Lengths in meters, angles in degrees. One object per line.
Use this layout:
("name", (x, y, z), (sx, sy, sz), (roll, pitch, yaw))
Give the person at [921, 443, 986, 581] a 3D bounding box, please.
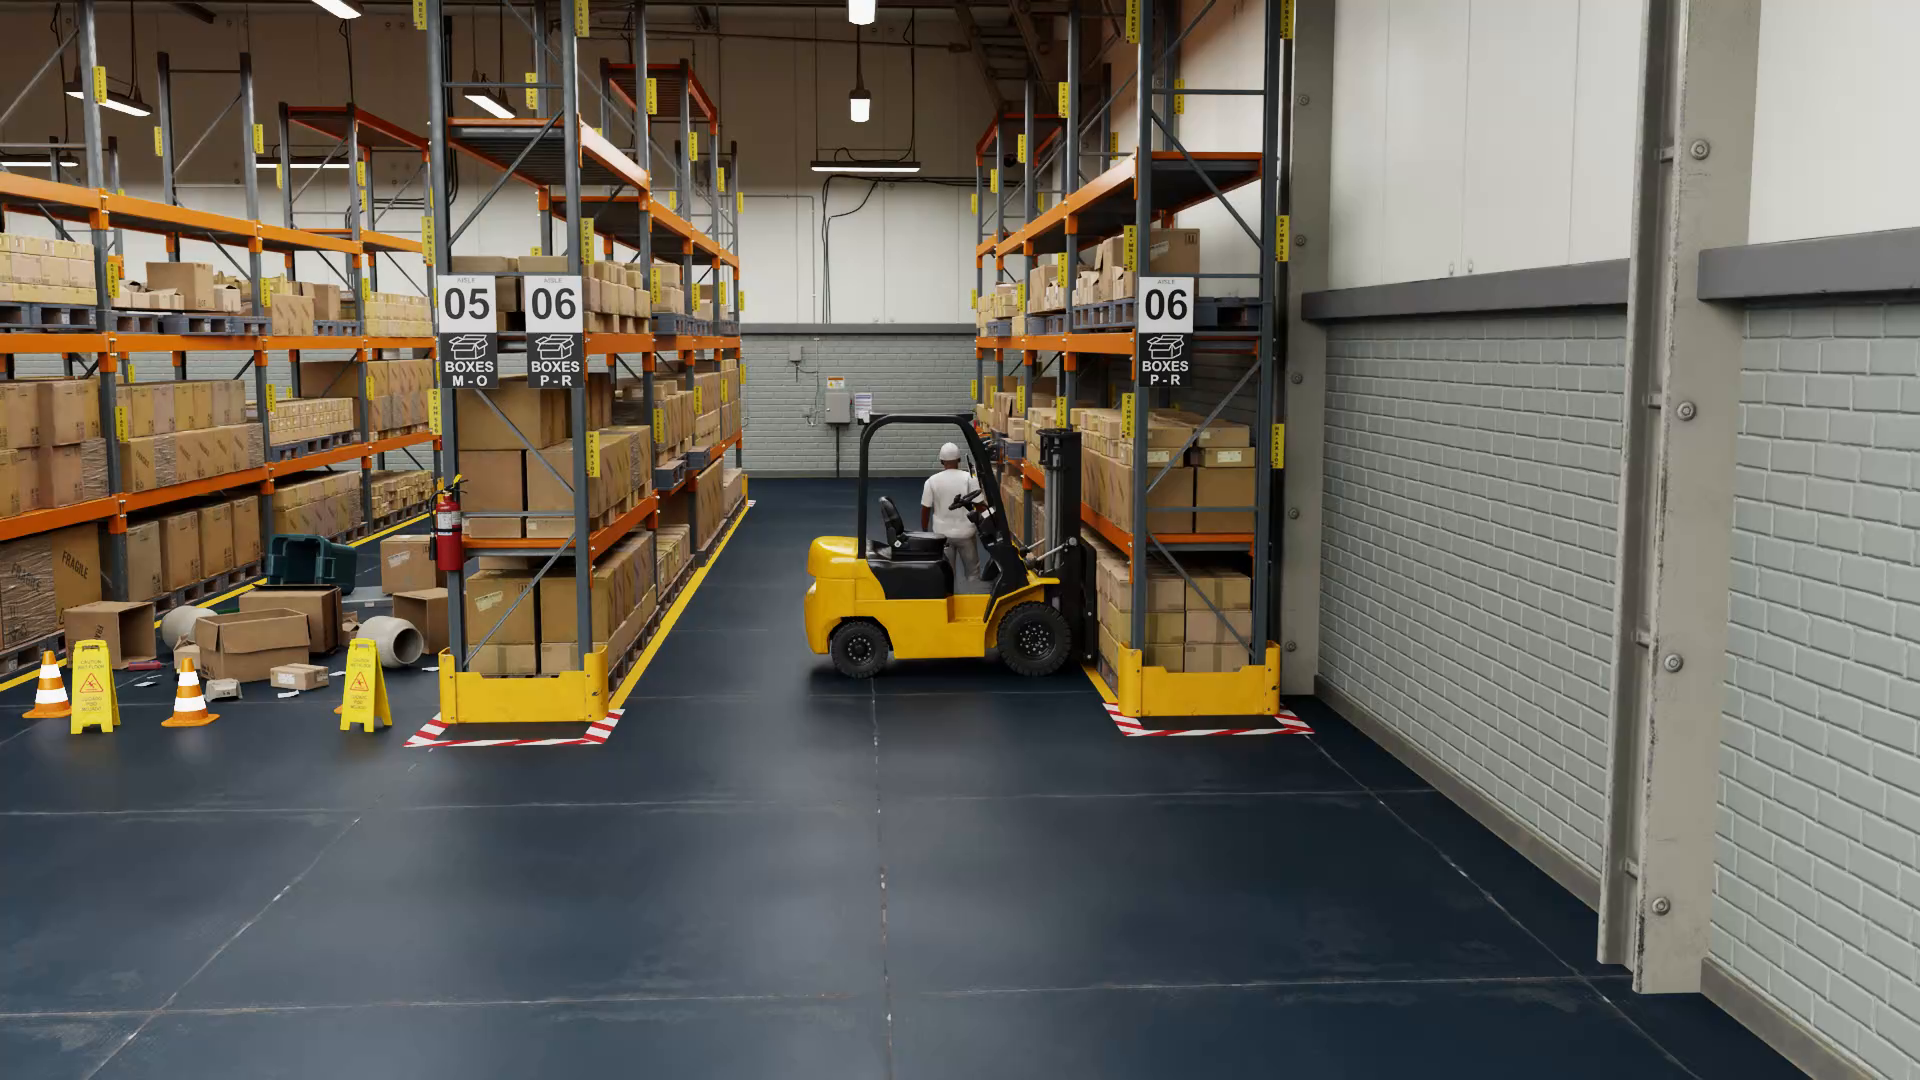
("person", (-0.032, -0.072, 16.163), (0.665, 1.768, 0.574), (1, 7, 10))
